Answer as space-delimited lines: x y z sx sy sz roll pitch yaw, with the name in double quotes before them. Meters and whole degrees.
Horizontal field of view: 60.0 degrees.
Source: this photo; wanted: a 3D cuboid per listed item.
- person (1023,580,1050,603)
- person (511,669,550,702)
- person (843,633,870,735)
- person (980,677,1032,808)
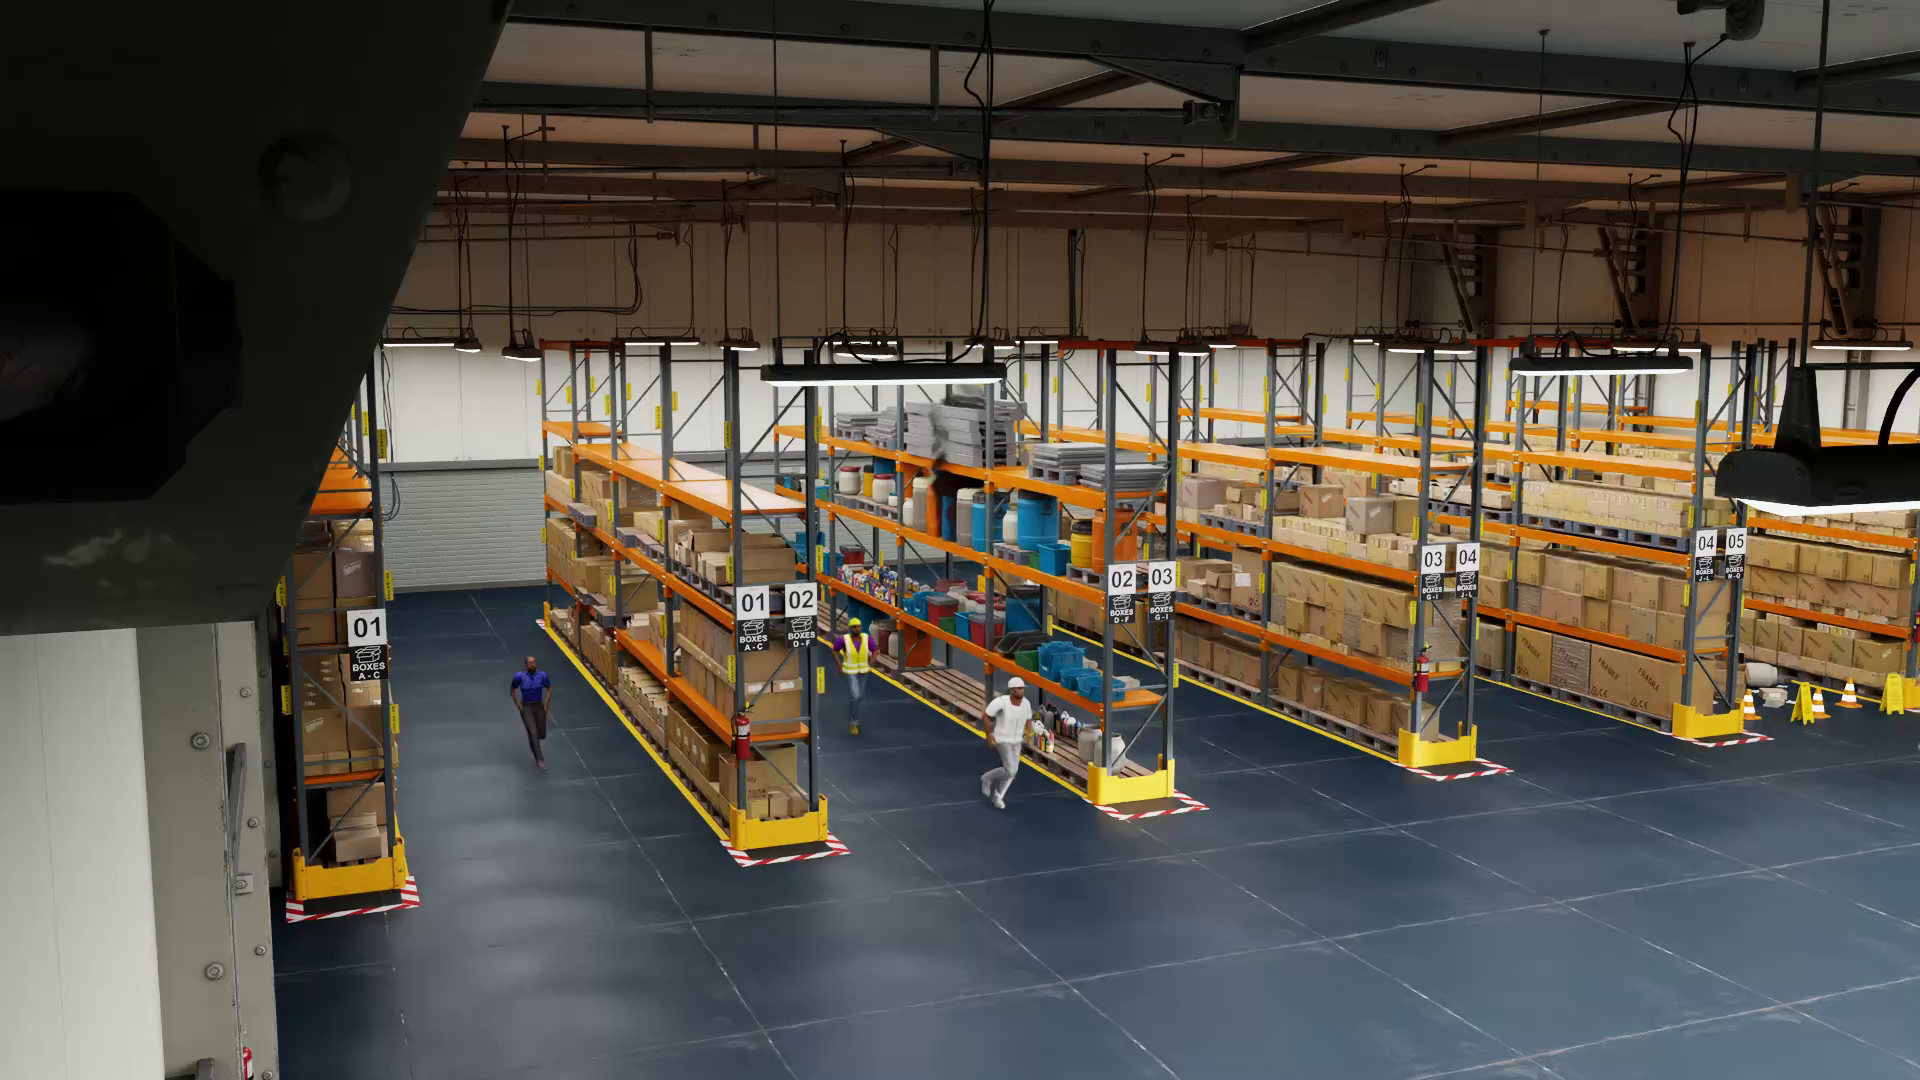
"person" 1.483 0.951 31.638 0.685 0.910 0.444 -4 8 -26
"person" -6.142 2.079 23.823 0.558 0.507 0.300 -3 8 -24
"person" -1.643 2.228 26.005 0.434 1.576 0.745 -3 8 -22
"person" 0.658 2.649 21.989 0.679 1.714 0.590 -6 10 -39
